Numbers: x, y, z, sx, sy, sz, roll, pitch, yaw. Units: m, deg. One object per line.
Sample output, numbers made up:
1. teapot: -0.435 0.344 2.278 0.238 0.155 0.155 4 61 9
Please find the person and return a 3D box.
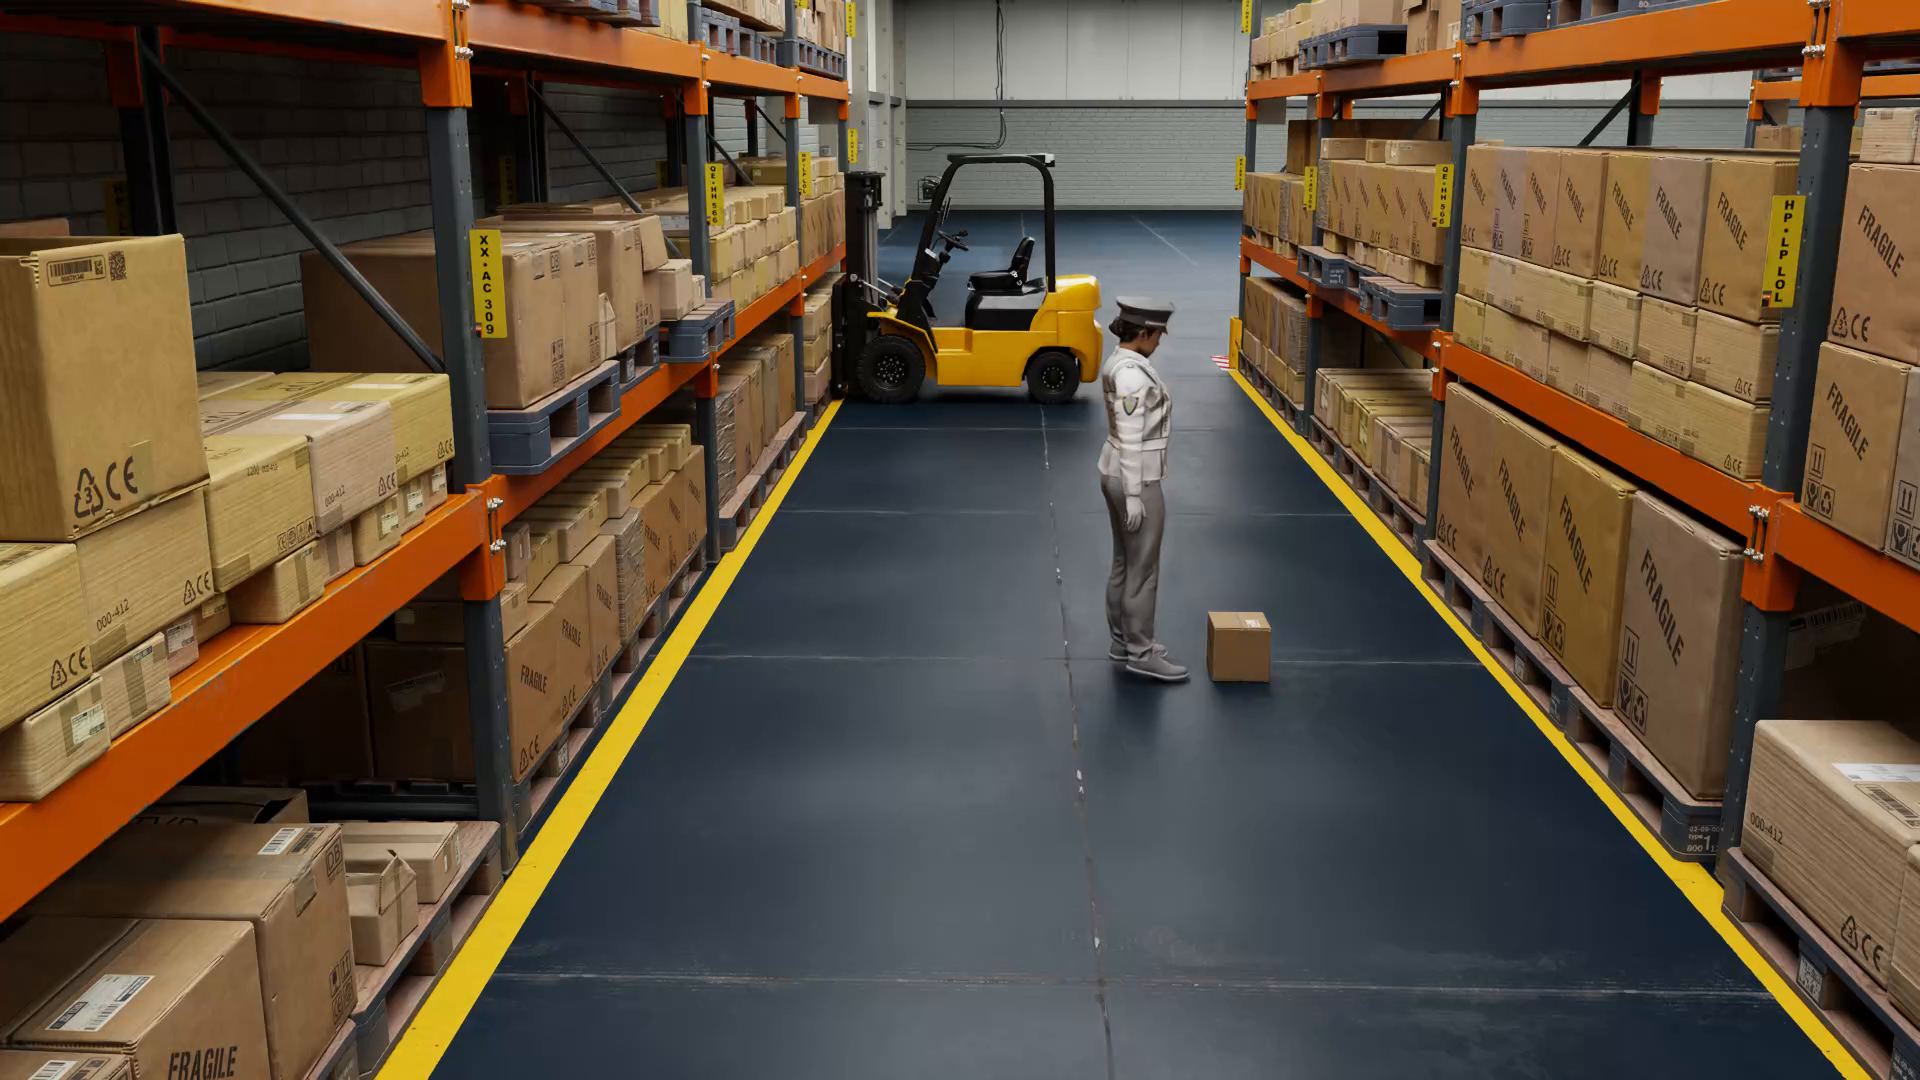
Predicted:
1. person: 0.810 -0.231 7.350 0.402 1.687 0.538 -1 14 -5
